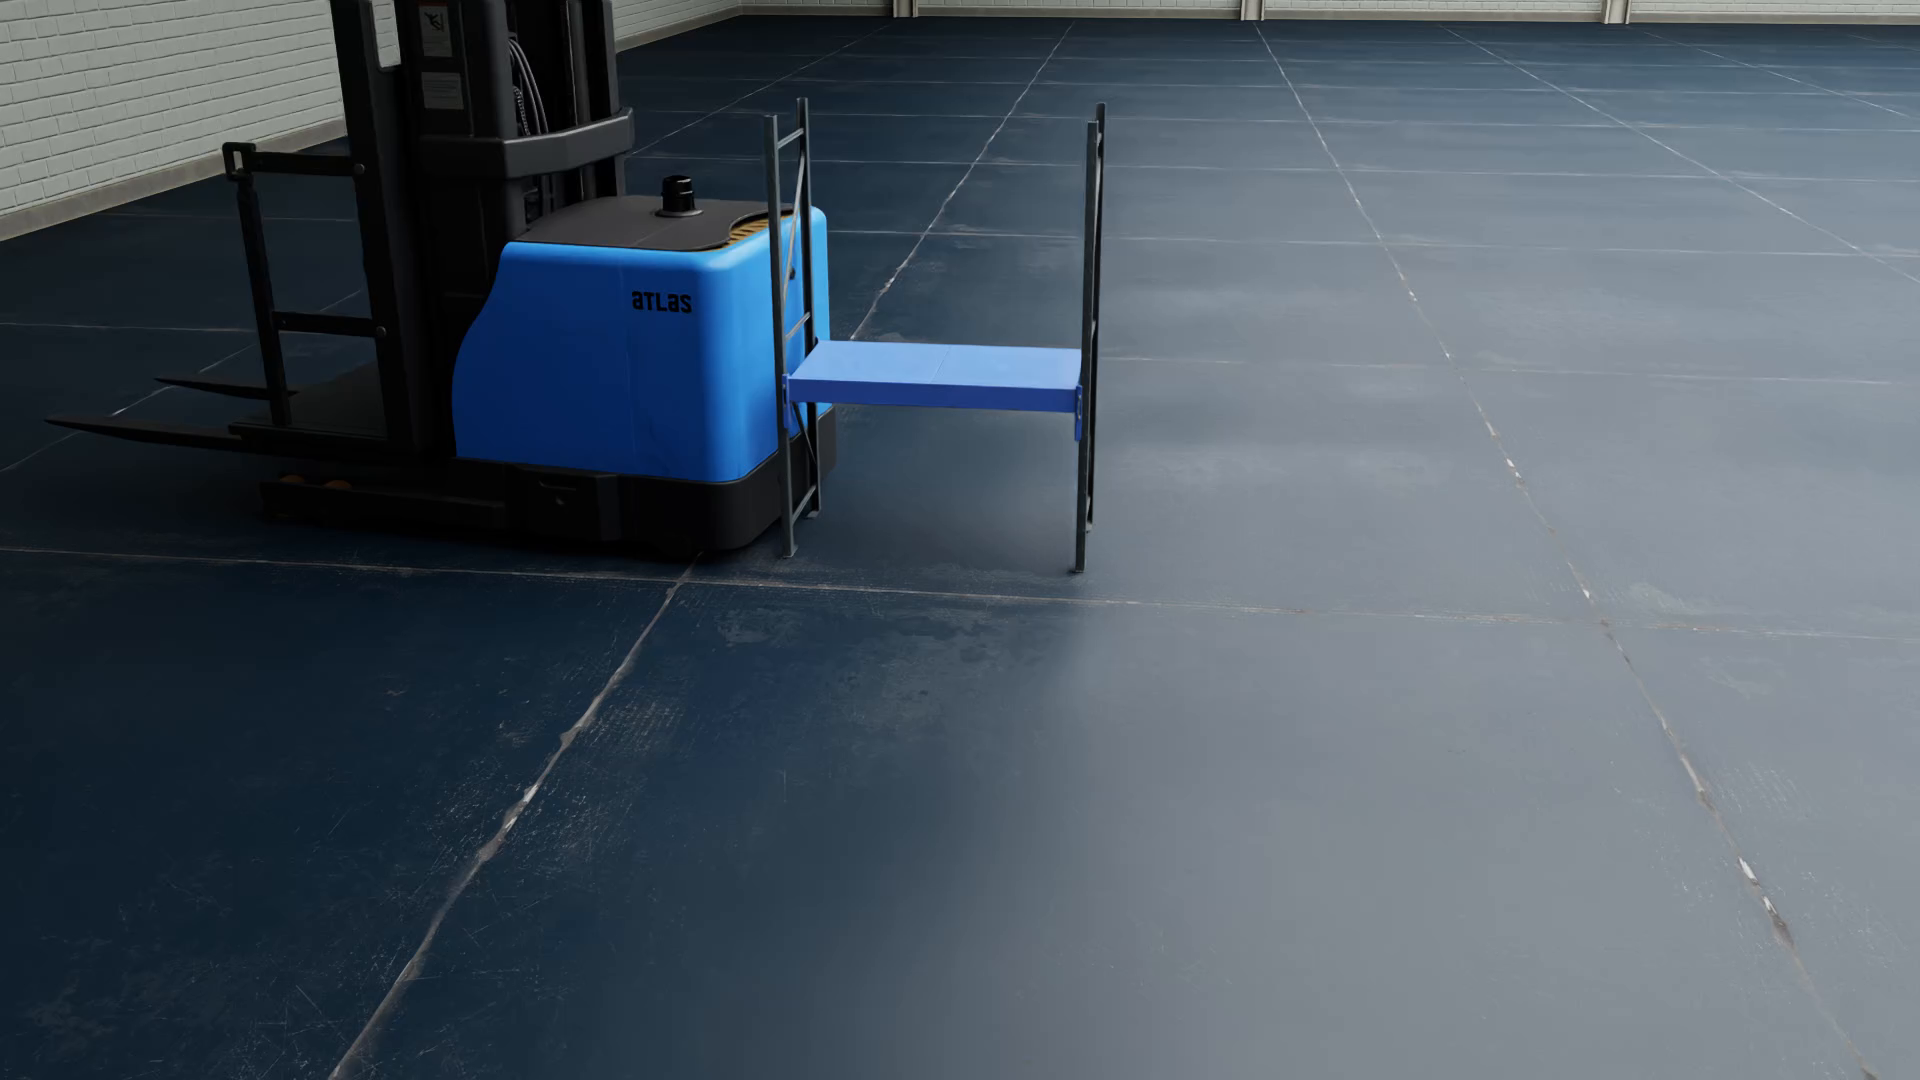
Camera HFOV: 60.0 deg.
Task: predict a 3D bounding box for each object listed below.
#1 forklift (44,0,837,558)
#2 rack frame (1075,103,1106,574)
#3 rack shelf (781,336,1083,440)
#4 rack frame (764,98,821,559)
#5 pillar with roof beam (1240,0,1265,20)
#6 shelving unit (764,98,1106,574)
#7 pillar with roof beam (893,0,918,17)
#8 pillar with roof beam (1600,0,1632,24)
[{"bbox_3d":[-2.055,-1.592,5.979,3.031,2.935,1.130,6,22,15],"label":"forklift"},{"bbox_3d":[0.440,-0.674,5.604,0.032,1.500,0.500,3,22,7],"label":"rack frame"},{"bbox_3d":[-0.064,-0.531,5.732,1.000,0.185,0.538,3,22,7],"label":"rack shelf"},{"bbox_3d":[-0.568,-0.723,5.728,0.032,1.500,0.500,3,22,7],"label":"rack frame"},{"bbox_3d":[4.499,-11.539,22.888,0.400,9.000,9.100,2,22,6],"label":"pillar with roof beam"},{"bbox_3d":[-0.064,-0.698,5.666,1.048,1.500,0.538,3,22,7],"label":"shelving unit"},{"bbox_3d":[-1.459,-11.799,23.545,0.400,9.000,9.100,2,22,6],"label":"pillar with roof beam"},{"bbox_3d":[10.457,-11.280,22.232,0.400,9.000,9.100,2,22,6],"label":"pillar with roof beam"}]
